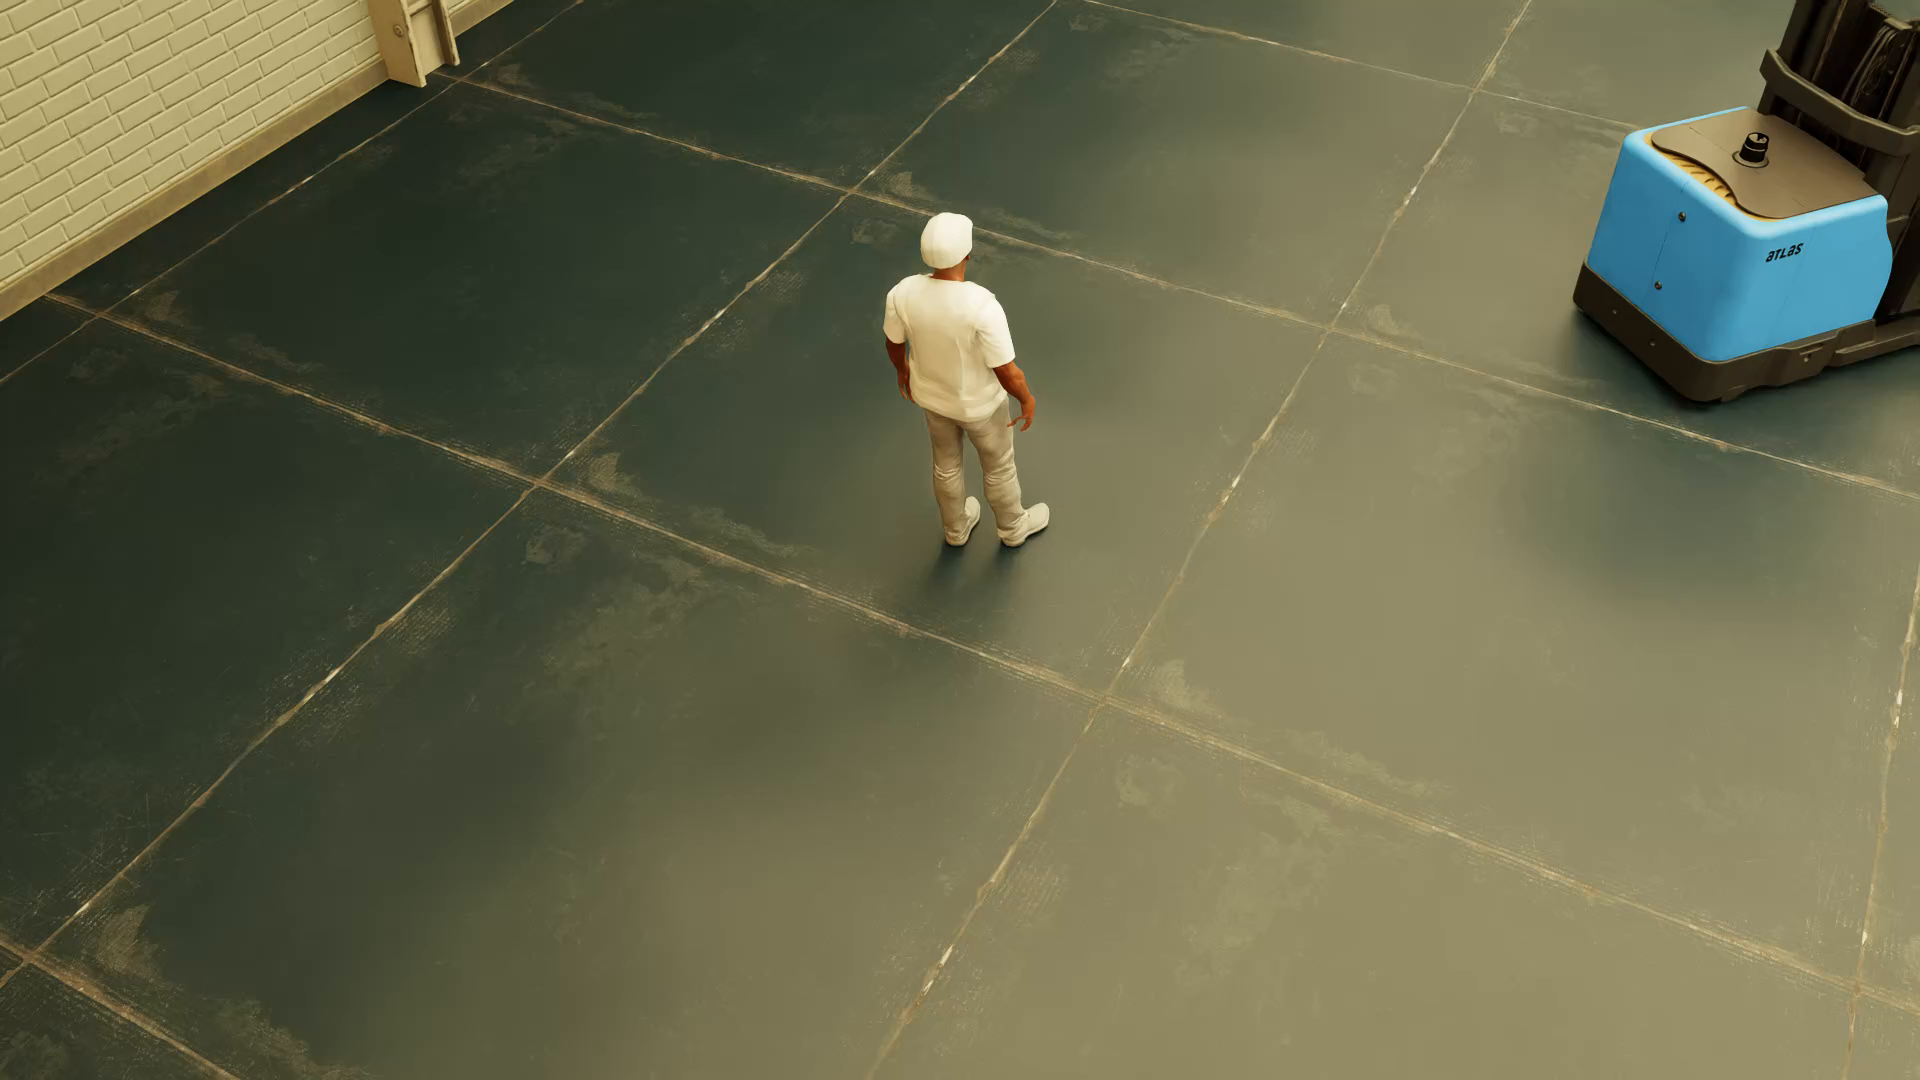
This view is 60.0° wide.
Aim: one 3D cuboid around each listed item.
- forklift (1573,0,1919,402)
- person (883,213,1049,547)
[{"bbox_3d":[4.914,-2.420,8.222,3.031,2.935,1.130,-16,46,-16],"label":"forklift"},{"bbox_3d":[0.038,-0.688,7.223,0.665,1.765,0.577,20,47,20],"label":"person"}]
